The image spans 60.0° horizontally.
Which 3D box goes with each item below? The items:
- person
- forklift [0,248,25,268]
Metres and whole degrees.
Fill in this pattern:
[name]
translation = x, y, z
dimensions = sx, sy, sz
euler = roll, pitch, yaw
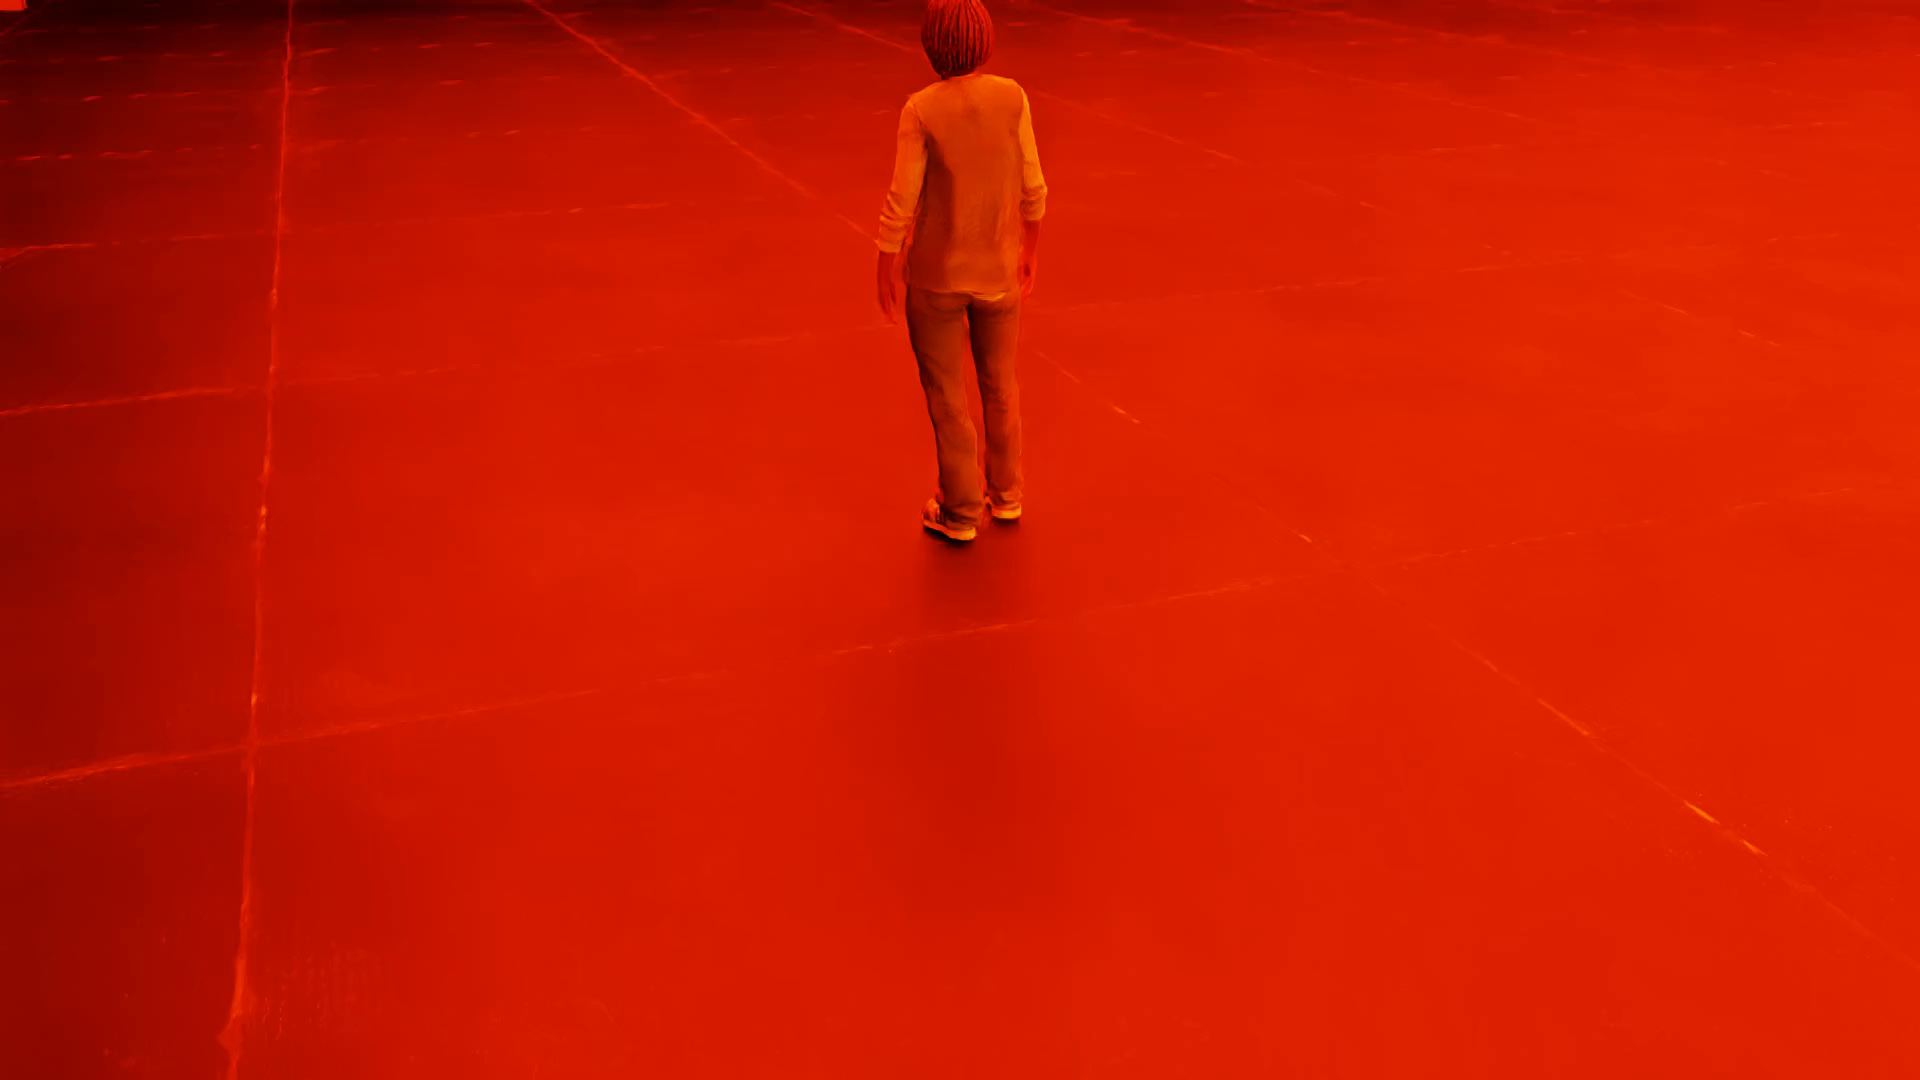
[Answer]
[person]
translation = -0.013, -0.771, 4.836
dimensions = 0.521, 1.597, 0.474
euler = -8, 24, -18
[forklift]
translation = -4.671, -1.910, 5.840
dimensions = 1.130, 2.935, 3.031
euler = 0, 23, 0
